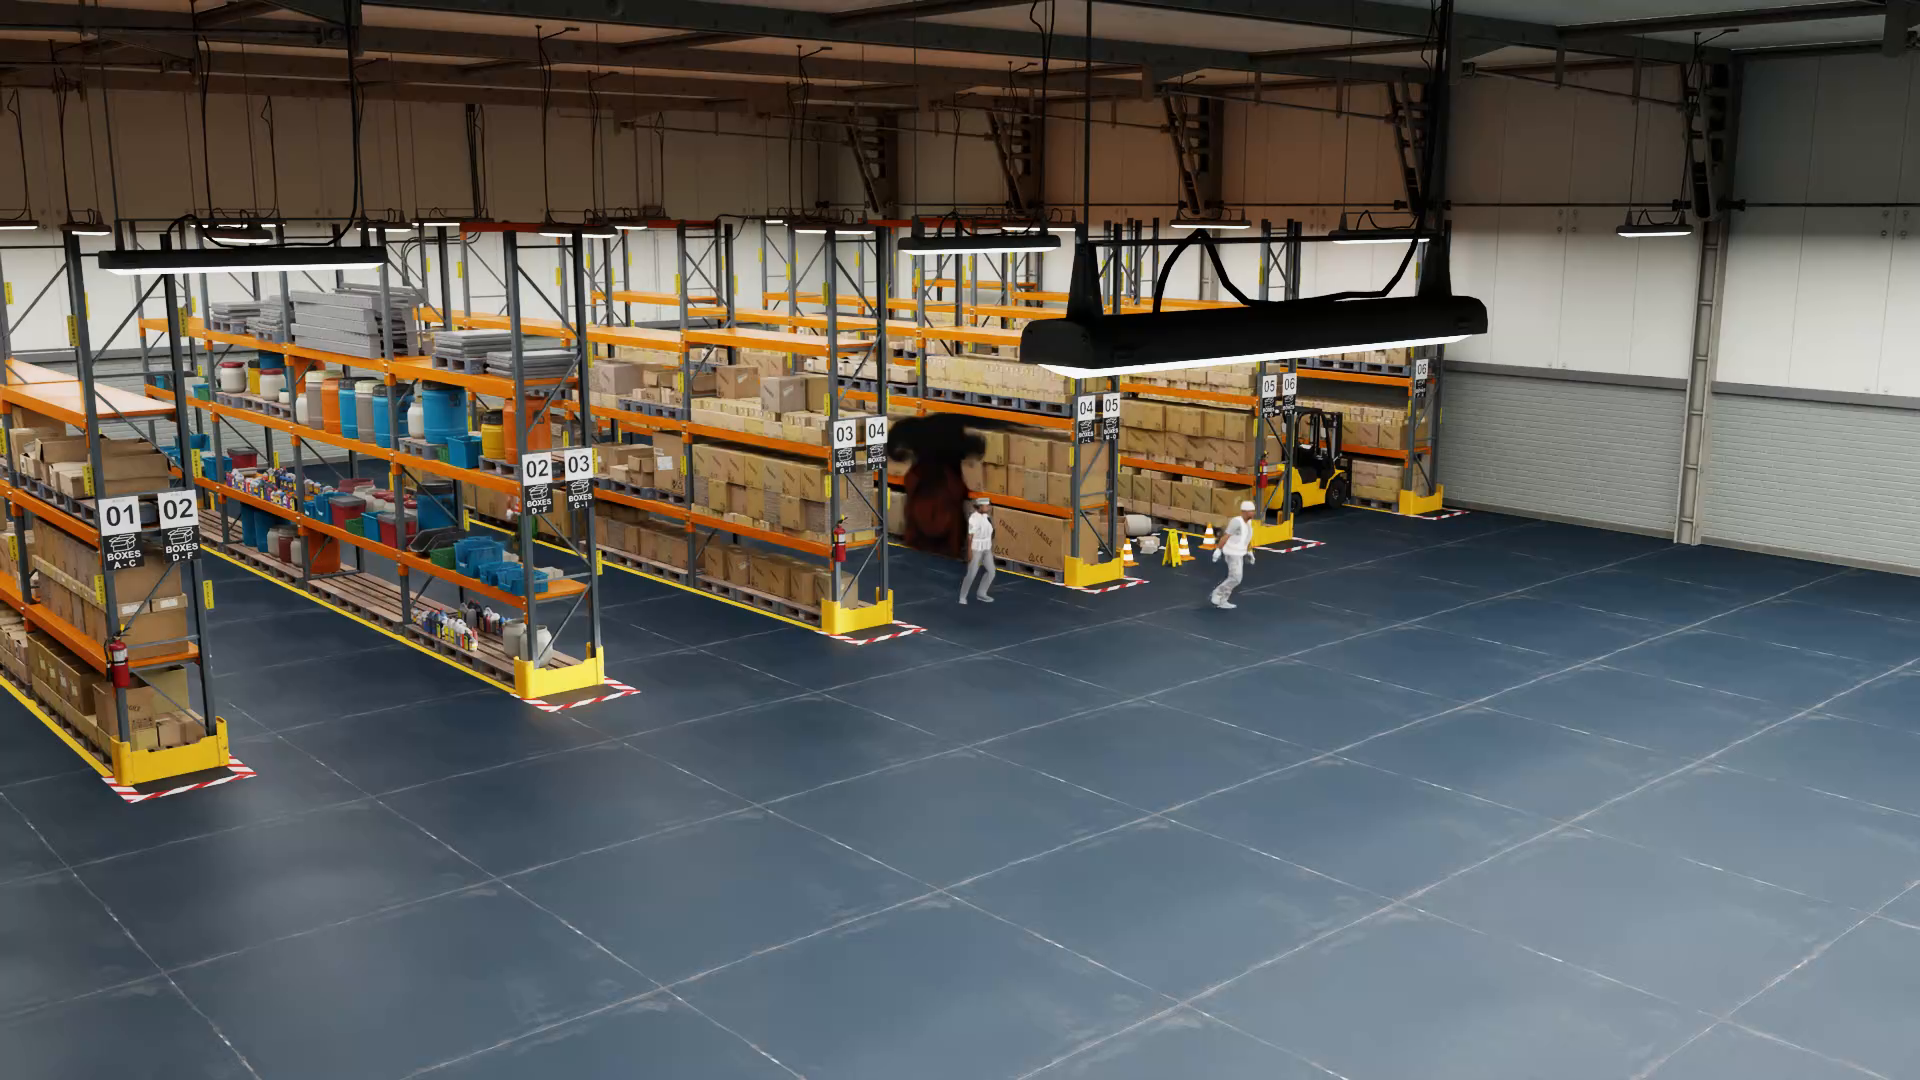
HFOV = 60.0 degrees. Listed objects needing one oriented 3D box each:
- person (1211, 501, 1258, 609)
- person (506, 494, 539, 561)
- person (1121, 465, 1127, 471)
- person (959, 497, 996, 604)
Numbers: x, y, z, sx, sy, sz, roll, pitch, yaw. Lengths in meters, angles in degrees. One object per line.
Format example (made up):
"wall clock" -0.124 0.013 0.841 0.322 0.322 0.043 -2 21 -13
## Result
"person" 4.344 0.241 26.312 0.620 1.731 0.711 7 13 30
"person" -7.829 -0.469 29.894 0.716 1.710 0.668 8 14 34
"person" 3.875 -1.878 36.771 0.975 1.754 0.716 10 15 42
"person" 0.245 0.156 25.563 0.496 1.635 0.551 9 14 37
